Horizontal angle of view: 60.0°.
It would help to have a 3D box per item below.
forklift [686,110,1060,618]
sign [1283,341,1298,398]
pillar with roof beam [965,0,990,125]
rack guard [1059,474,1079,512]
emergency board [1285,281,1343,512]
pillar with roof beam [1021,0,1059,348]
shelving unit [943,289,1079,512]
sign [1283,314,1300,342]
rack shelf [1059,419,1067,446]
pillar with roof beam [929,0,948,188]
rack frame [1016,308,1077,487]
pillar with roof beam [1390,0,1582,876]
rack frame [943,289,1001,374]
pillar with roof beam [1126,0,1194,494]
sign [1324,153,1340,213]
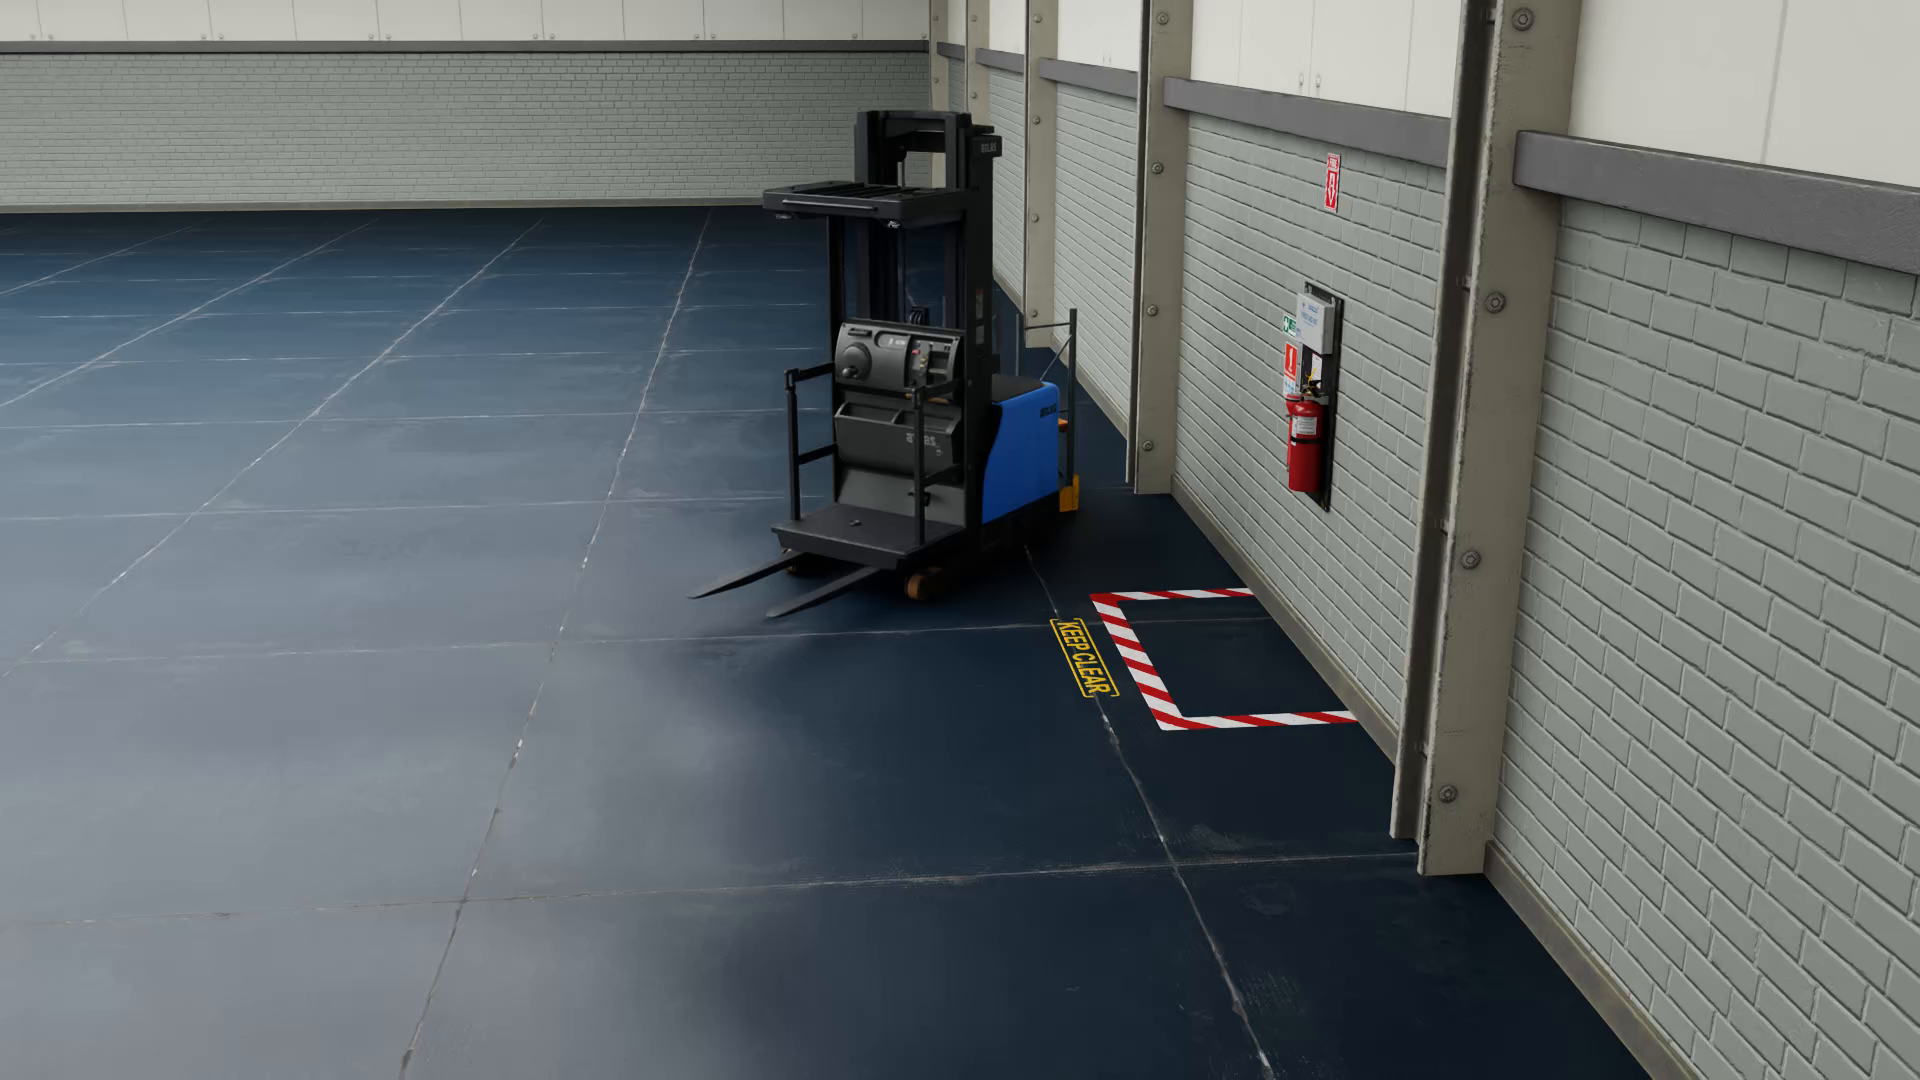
[{"bbox_3d":[-0.520,-1.176,10.530,1.130,2.935,3.031,11,21,31],"label":"forklift"},{"bbox_3d":[1.934,-0.982,9.739,0.001,0.329,0.234,-2,18,-6],"label":"sign"},{"bbox_3d":[-4.034,-8.152,22.620,9.100,9.000,0.400,-2,18,-6],"label":"pillar with roof beam"},{"bbox_3d":[0.620,-0.319,12.276,0.587,0.250,0.087,-10,20,-30],"label":"rack guard"},{"bbox_3d":[1.888,-0.797,9.209,0.194,1.169,0.643,-2,18,-6],"label":"emergency board"},{"bbox_3d":[-3.415,-6.364,16.926,9.100,9.000,0.400,-2,18,-6],"label":"pillar with roof beam"},{"bbox_3d":[0.363,-1.043,12.496,0.587,1.500,1.083,-10,20,-30],"label":"shelving unit"},{"bbox_3d":[1.925,-1.234,9.654,0.001,0.109,0.331,-2,18,-6],"label":"sign"},{"bbox_3d":[0.358,-0.874,12.557,0.538,0.185,1.000,-10,20,-30],"label":"rack shelf"},{"bbox_3d":[-4.652,-9.940,28.314,9.100,9.000,0.400,-2,18,-6],"label":"pillar with roof beam"},{"bbox_3d":[0.621,-0.915,12.088,0.500,1.500,0.032,-10,20,-30],"label":"rack frame"},{"bbox_3d":[-2.177,-2.789,5.538,9.100,9.000,0.400,-2,18,-6],"label":"pillar with roof beam"},{"bbox_3d":[0.095,-1.176,12.918,0.500,1.500,0.032,-10,20,-30],"label":"rack frame"},{"bbox_3d":[-2.796,-4.577,11.232,9.100,9.000,0.400,-2,18,-6],"label":"pillar with roof beam"},{"bbox_3d":[1.986,-1.909,8.879,0.001,0.298,0.199,-2,18,-6],"label":"sign"}]
